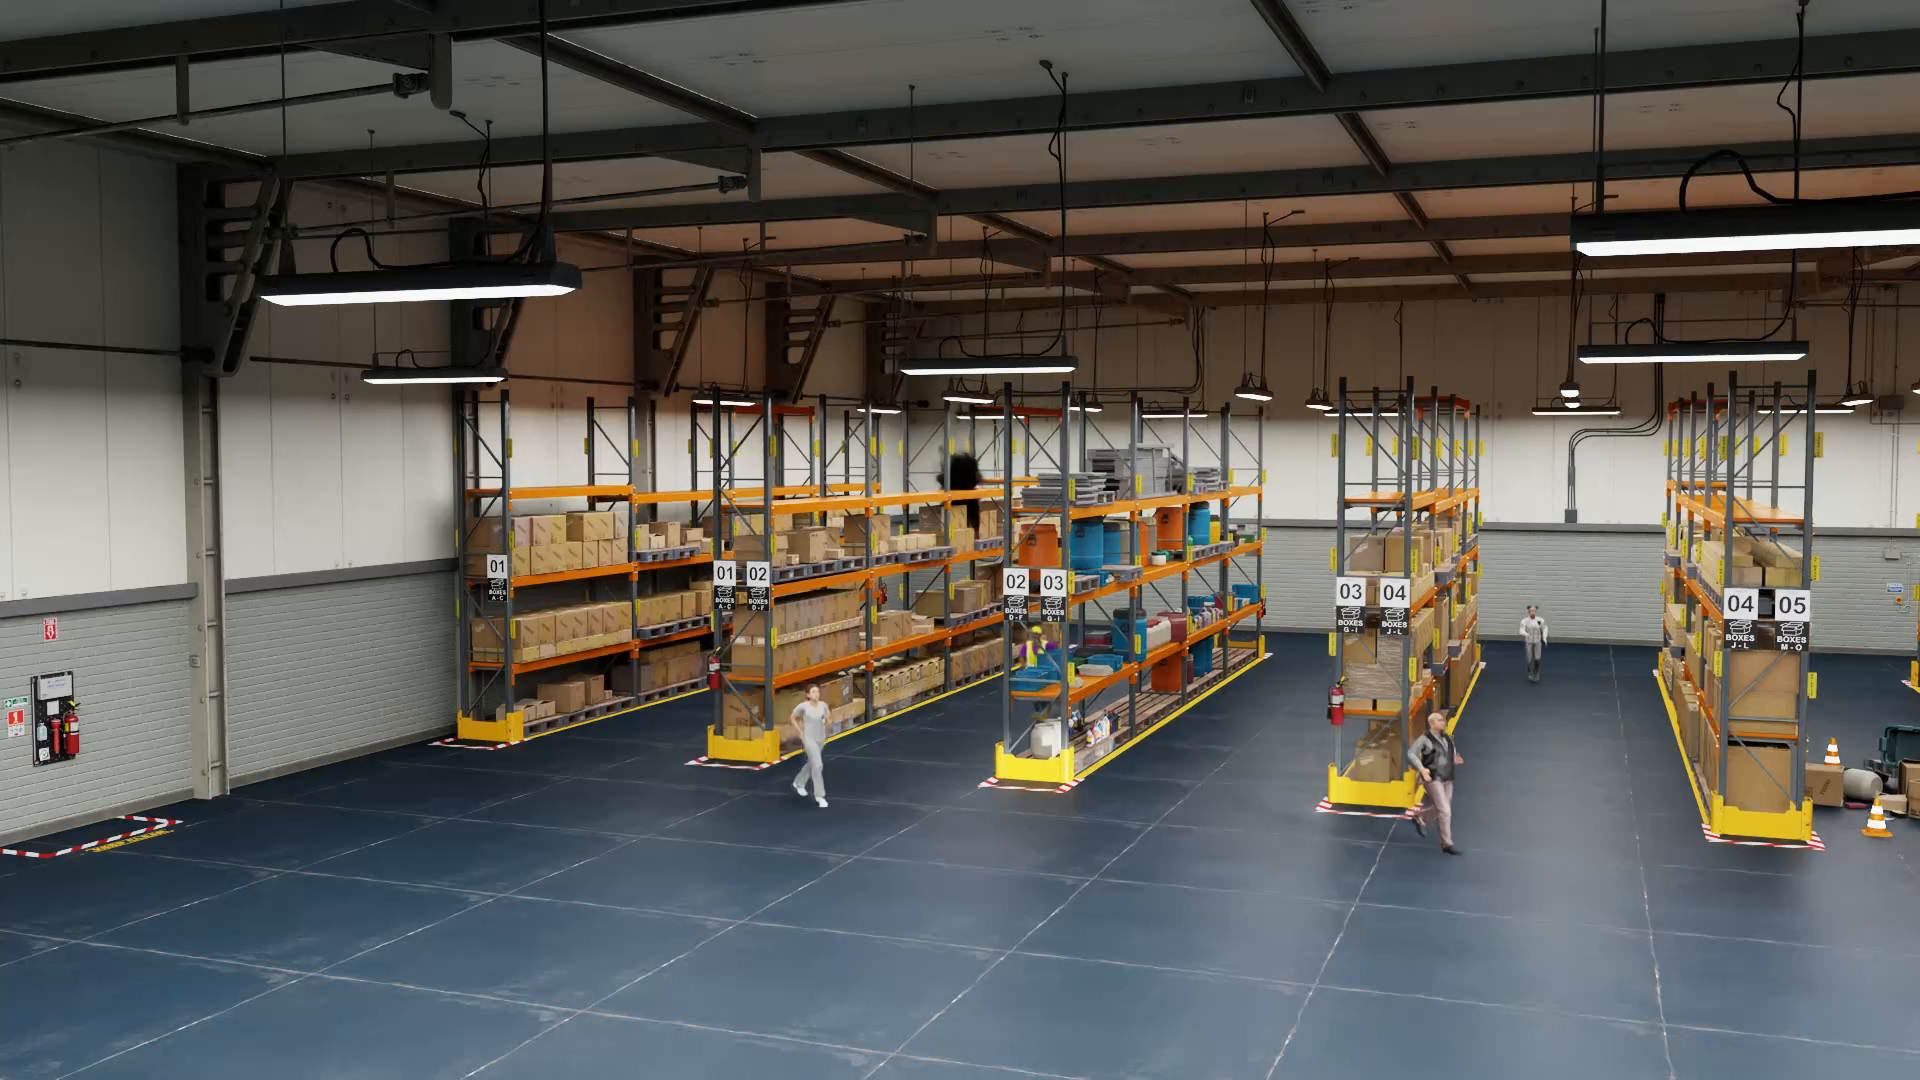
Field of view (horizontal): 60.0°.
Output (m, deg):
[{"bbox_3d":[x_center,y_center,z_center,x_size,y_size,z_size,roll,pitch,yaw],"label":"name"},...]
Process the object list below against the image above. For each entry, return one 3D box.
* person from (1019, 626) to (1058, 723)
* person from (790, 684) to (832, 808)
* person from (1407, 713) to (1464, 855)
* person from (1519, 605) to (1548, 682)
[{"bbox_3d":[1.416,2.464,30.394,0.725,1.783,0.685,1,3,22],"label":"person"},{"bbox_3d":[-2.073,2.870,23.512,0.549,1.703,0.874,-3,4,-40],"label":"person"},{"bbox_3d":[5.928,2.999,20.694,0.666,1.699,0.930,-2,4,-32],"label":"person"},{"bbox_3d":[12.241,2.206,35.498,0.578,1.671,0.739,1,3,18],"label":"person"}]
